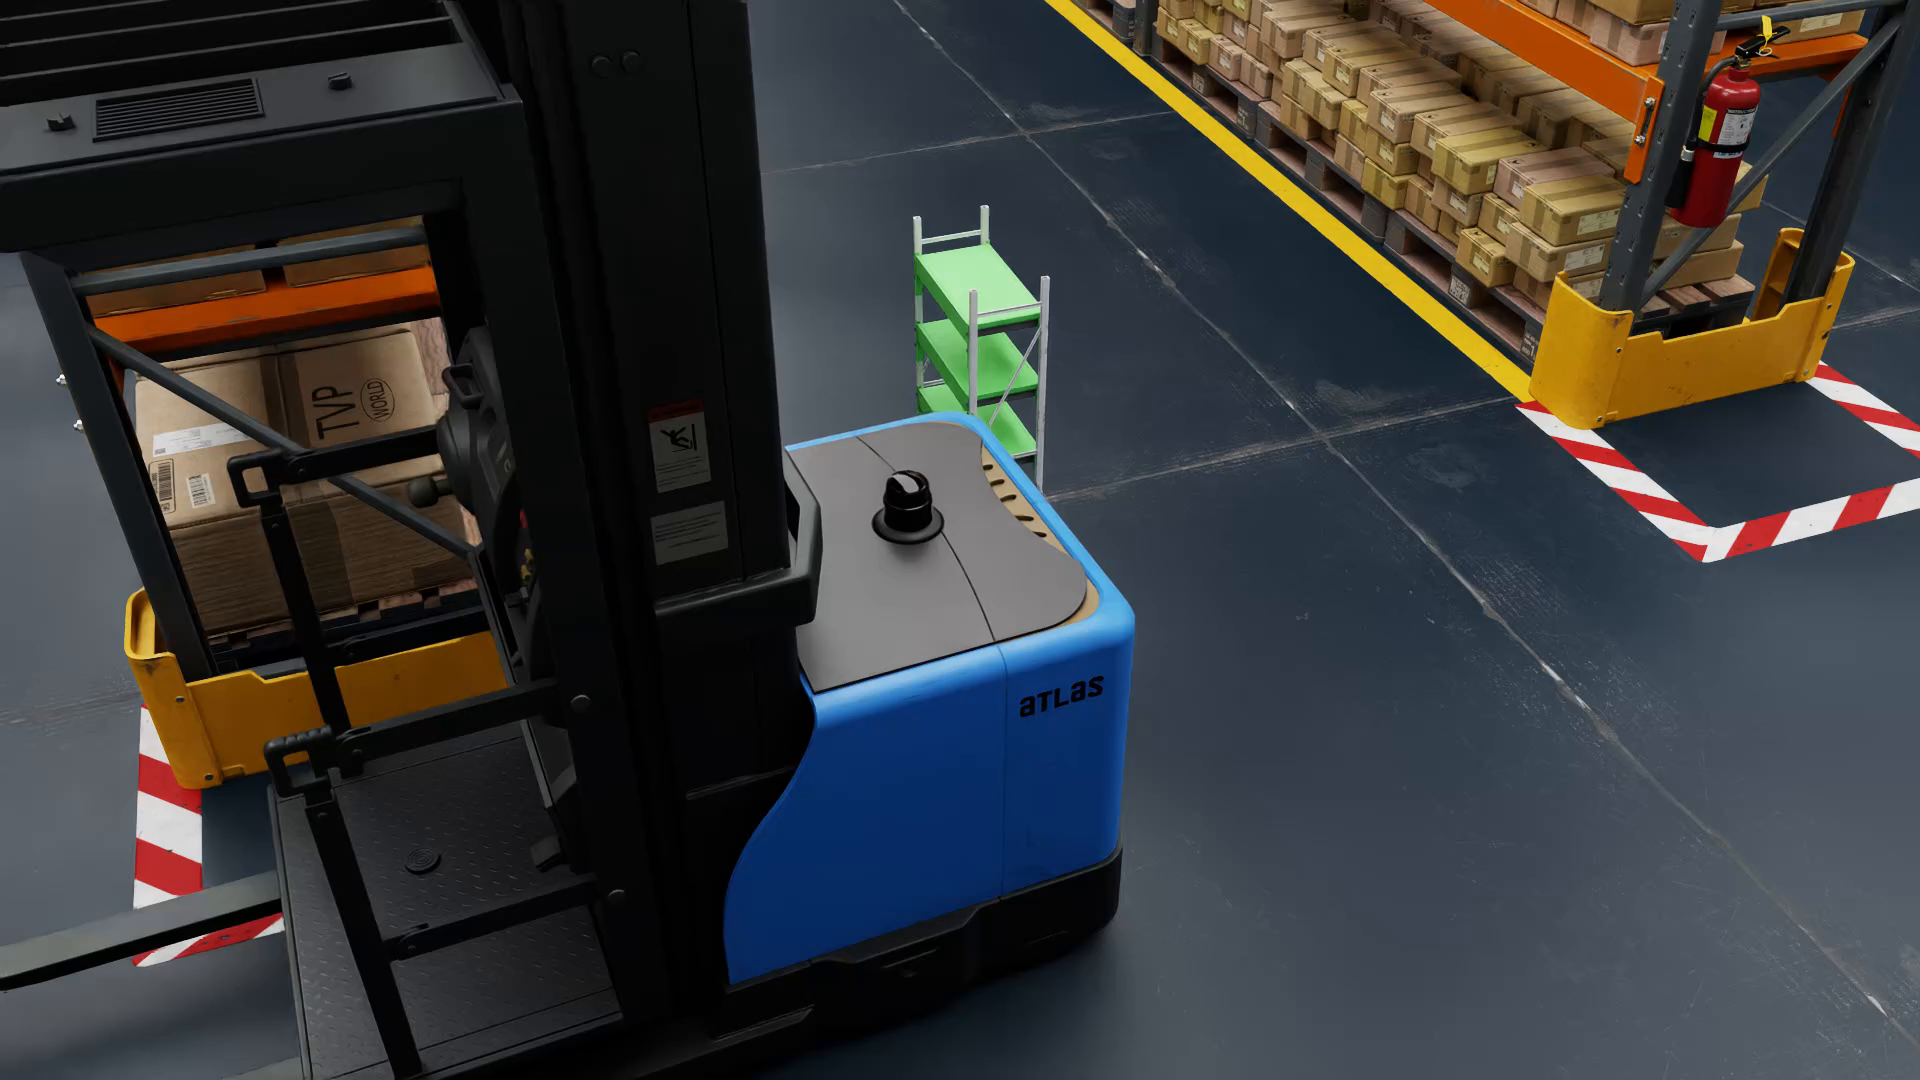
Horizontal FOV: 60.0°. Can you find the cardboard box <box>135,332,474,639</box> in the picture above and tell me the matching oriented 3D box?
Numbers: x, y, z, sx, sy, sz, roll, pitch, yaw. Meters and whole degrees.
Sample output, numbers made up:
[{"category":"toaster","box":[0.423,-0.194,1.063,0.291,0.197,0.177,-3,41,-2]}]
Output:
[{"category":"cardboard box","box":[-2.090,-0.194,5.295,0.875,0.438,0.875,-14,39,-17]}]

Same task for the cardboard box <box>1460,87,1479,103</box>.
[{"category":"cardboard box","box":[2.397,-2.005,7.692,0.380,0.149,0.250,-11,38,-14]}]

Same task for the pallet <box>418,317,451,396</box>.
[{"category":"pallet","box":[-2.534,-0.707,6.513,1.003,0.211,1.213,-12,39,-16]}]

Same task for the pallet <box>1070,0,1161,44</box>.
[{"category":"pallet","box":[1.198,-3.365,10.041,1.003,0.211,1.213,-12,39,-16]}]

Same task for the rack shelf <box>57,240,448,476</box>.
[{"category":"rack shelf","box":[-2.457,-1.540,5.899,1.077,0.370,4.000,-12,39,-16]}]

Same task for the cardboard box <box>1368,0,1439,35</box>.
[{"category":"cardboard box","box":[2.248,-2.586,8.217,0.380,0.149,0.250,-14,39,-18]}]

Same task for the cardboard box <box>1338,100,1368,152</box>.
[{"category":"cardboard box","box":[1.953,-1.898,7.550,0.380,0.149,0.250,-11,38,-14]}]

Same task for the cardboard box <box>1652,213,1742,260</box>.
[{"category":"cardboard box","box":[2.905,-1.276,6.724,0.380,0.149,0.250,-11,38,-14]}]

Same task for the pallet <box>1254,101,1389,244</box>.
[{"category":"pallet","box":[2.155,-1.863,8.047,1.003,0.211,1.213,-12,39,-16]}]

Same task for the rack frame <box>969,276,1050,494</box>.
[{"category":"rack frame","box":[0.141,-0.248,5.082,0.240,1.200,0.015,-12,39,-16]}]

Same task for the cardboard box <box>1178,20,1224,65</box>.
[{"category":"cardboard box","box":[1.382,-2.645,8.789,0.380,0.149,0.250,-11,38,-15]}]

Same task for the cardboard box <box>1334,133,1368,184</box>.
[{"category":"cardboard box","box":[1.954,-1.780,7.641,0.380,0.149,0.250,-12,39,-15]}]

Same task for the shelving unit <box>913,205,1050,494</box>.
[{"category":"shelving unit","box":[0.057,-0.386,5.265,0.258,1.200,0.503,-12,39,-16]}]

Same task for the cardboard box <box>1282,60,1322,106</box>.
[{"category":"cardboard box","box":[1.771,-2.192,7.940,0.380,0.149,0.250,-13,39,-16]}]

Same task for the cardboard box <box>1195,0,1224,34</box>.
[{"category":"cardboard box","box":[1.463,-2.791,8.736,0.380,0.149,0.250,-12,39,-16]}]

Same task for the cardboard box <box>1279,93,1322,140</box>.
[{"category":"cardboard box","box":[1.776,-2.071,8.027,0.380,0.149,0.250,-13,39,-17]}]

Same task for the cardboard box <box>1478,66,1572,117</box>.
[{"category":"cardboard box","box":[2.559,-1.993,7.429,0.380,0.149,0.250,-11,38,-14]}]

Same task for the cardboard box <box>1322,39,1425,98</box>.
[{"category":"cardboard box","box":[1.905,-2.180,7.677,0.380,0.149,0.250,-12,39,-16]}]

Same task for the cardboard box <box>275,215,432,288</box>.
[{"category":"cardboard box","box":[-1.665,-1.068,4.591,0.500,0.500,0.500,-13,39,-16]}]

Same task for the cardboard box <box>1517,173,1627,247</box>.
[{"category":"cardboard box","box":[2.424,-1.292,6.499,0.380,0.149,0.250,-12,39,-15]}]

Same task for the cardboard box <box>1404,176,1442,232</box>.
[{"category":"cardboard box","box":[2.176,-1.491,7.256,0.380,0.149,0.250,-12,39,-15]}]

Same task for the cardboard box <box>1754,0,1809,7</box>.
[{"category":"cardboard box","box":[2.949,-2.249,5.912,0.500,0.500,0.500,-11,38,-14]}]

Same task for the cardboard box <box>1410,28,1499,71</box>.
[{"category":"cardboard box","box":[2.335,-2.274,7.801,0.380,0.149,0.250,-12,39,-16]}]

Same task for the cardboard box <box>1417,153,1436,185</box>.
[{"category":"cardboard box","box":[2.218,-1.632,7.197,0.380,0.149,0.250,-13,39,-16]}]

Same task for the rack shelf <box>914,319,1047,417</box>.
[{"category":"rack shelf","box":[0.057,-0.526,5.159,0.258,0.148,0.480,-12,39,-16]}]

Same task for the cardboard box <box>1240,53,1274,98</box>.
[{"category":"cardboard box","box":[1.651,-2.383,8.440,0.380,0.149,0.250,-13,39,-17]}]

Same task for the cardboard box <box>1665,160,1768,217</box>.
[{"category":"cardboard box","box":[2.983,-1.412,6.658,0.380,0.149,0.250,-14,39,-18]}]

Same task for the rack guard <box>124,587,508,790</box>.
[{"category":"rack guard","box":[-1.761,0.315,4.917,1.175,0.500,0.348,-12,39,-16]}]

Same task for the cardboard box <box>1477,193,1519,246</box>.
[{"category":"cardboard box","box":[2.355,-1.325,6.789,0.380,0.149,0.250,-13,39,-17]}]

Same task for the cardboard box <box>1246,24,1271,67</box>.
[{"category":"cardboard box","box":[1.671,-2.508,8.360,0.380,0.149,0.250,-14,39,-18]}]

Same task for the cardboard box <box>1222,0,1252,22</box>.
[{"category":"cardboard box","box":[1.564,-2.767,8.457,0.380,0.149,0.250,-13,39,-17]}]

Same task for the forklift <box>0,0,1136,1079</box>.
[{"category":"forklift","box":[-1.151,-0.065,3.400,3.031,2.935,1.130,-14,39,-18]}]

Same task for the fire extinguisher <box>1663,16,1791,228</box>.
[{"category":"fire extinguisher","box":[2.497,-1.361,5.439,0.296,0.674,0.183,-12,39,-16]}]

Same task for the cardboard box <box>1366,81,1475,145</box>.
[{"category":"cardboard box","box":[2.008,-1.866,7.260,0.380,0.149,0.250,-11,38,-14]}]

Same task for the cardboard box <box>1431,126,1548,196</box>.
[{"category":"cardboard box","box":[2.183,-1.566,6.862,0.380,0.149,0.250,-13,39,-17]}]

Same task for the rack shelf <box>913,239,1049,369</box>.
[{"category":"rack shelf","box":[0.057,-0.718,5.015,0.258,0.148,0.480,-12,39,-16]}]

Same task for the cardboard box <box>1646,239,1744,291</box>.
[{"category":"cardboard box","box":[2.964,-1.170,6.831,0.380,0.149,0.250,-12,39,-15]}]

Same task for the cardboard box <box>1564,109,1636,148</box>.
[{"category":"cardboard box","box":[2.808,-1.712,7.055,0.380,0.149,0.250,-13,39,-16]}]

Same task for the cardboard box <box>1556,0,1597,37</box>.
[{"category":"cardboard box","box":[2.416,-1.953,6.058,0.380,0.149,0.250,-13,39,-16]}]

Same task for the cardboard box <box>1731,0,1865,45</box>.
[{"category":"cardboard box","box":[3.040,-1.930,6.028,0.380,0.149,0.250,-13,39,-16]}]

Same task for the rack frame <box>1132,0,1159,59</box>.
[{"category":"rack frame","box":[1.467,-4.039,8.619,1.000,3.000,0.127,-12,39,-16]}]

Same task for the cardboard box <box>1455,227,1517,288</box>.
[{"category":"cardboard box","box":[2.283,-1.187,6.853,0.380,0.149,0.250,-11,38,-15]}]

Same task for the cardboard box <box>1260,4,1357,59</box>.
[{"category":"cardboard box","box":[1.686,-2.464,8.054,0.380,0.149,0.250,-12,39,-15]}]
